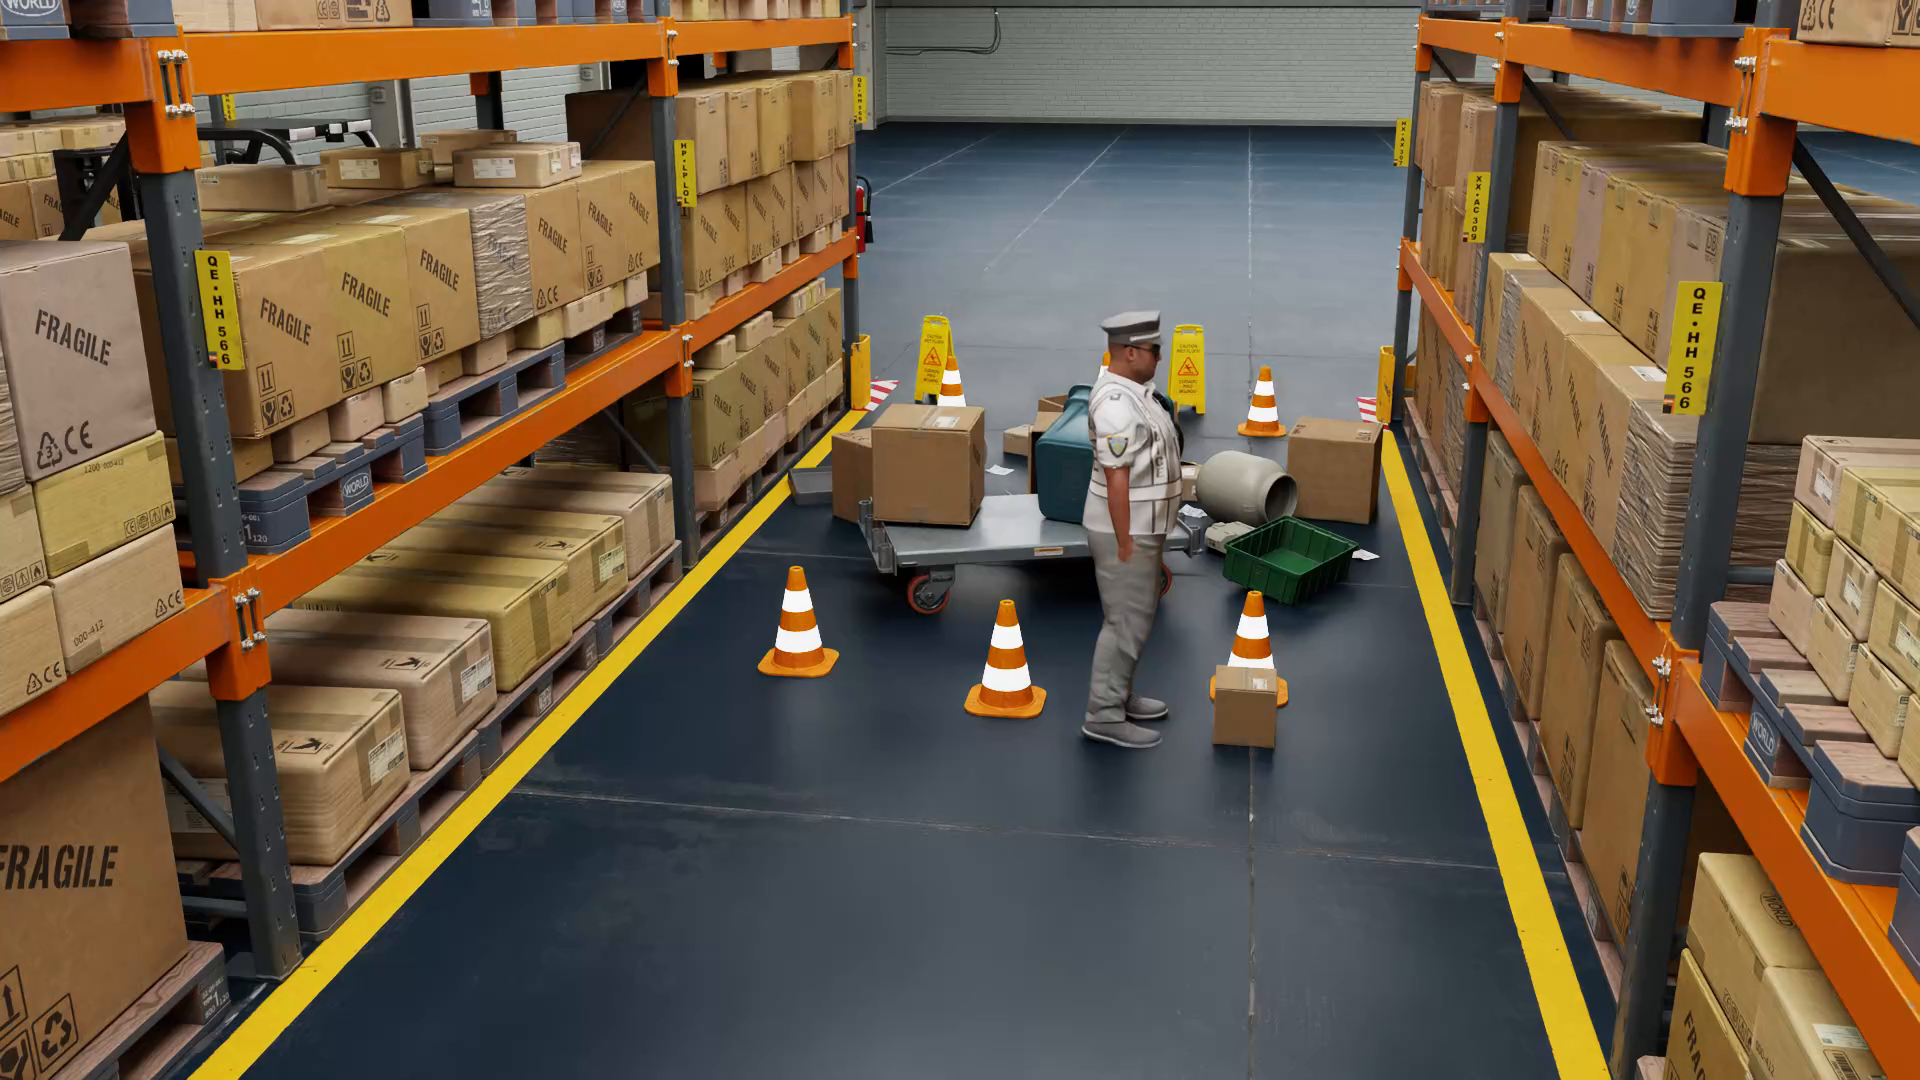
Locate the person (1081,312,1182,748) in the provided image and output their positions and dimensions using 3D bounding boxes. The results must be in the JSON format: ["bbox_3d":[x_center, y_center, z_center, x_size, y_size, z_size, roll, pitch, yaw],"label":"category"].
[{"bbox_3d":[0.700,-0.050,6.733,0.376,1.747,0.529,3,18,10],"label":"person"}]
